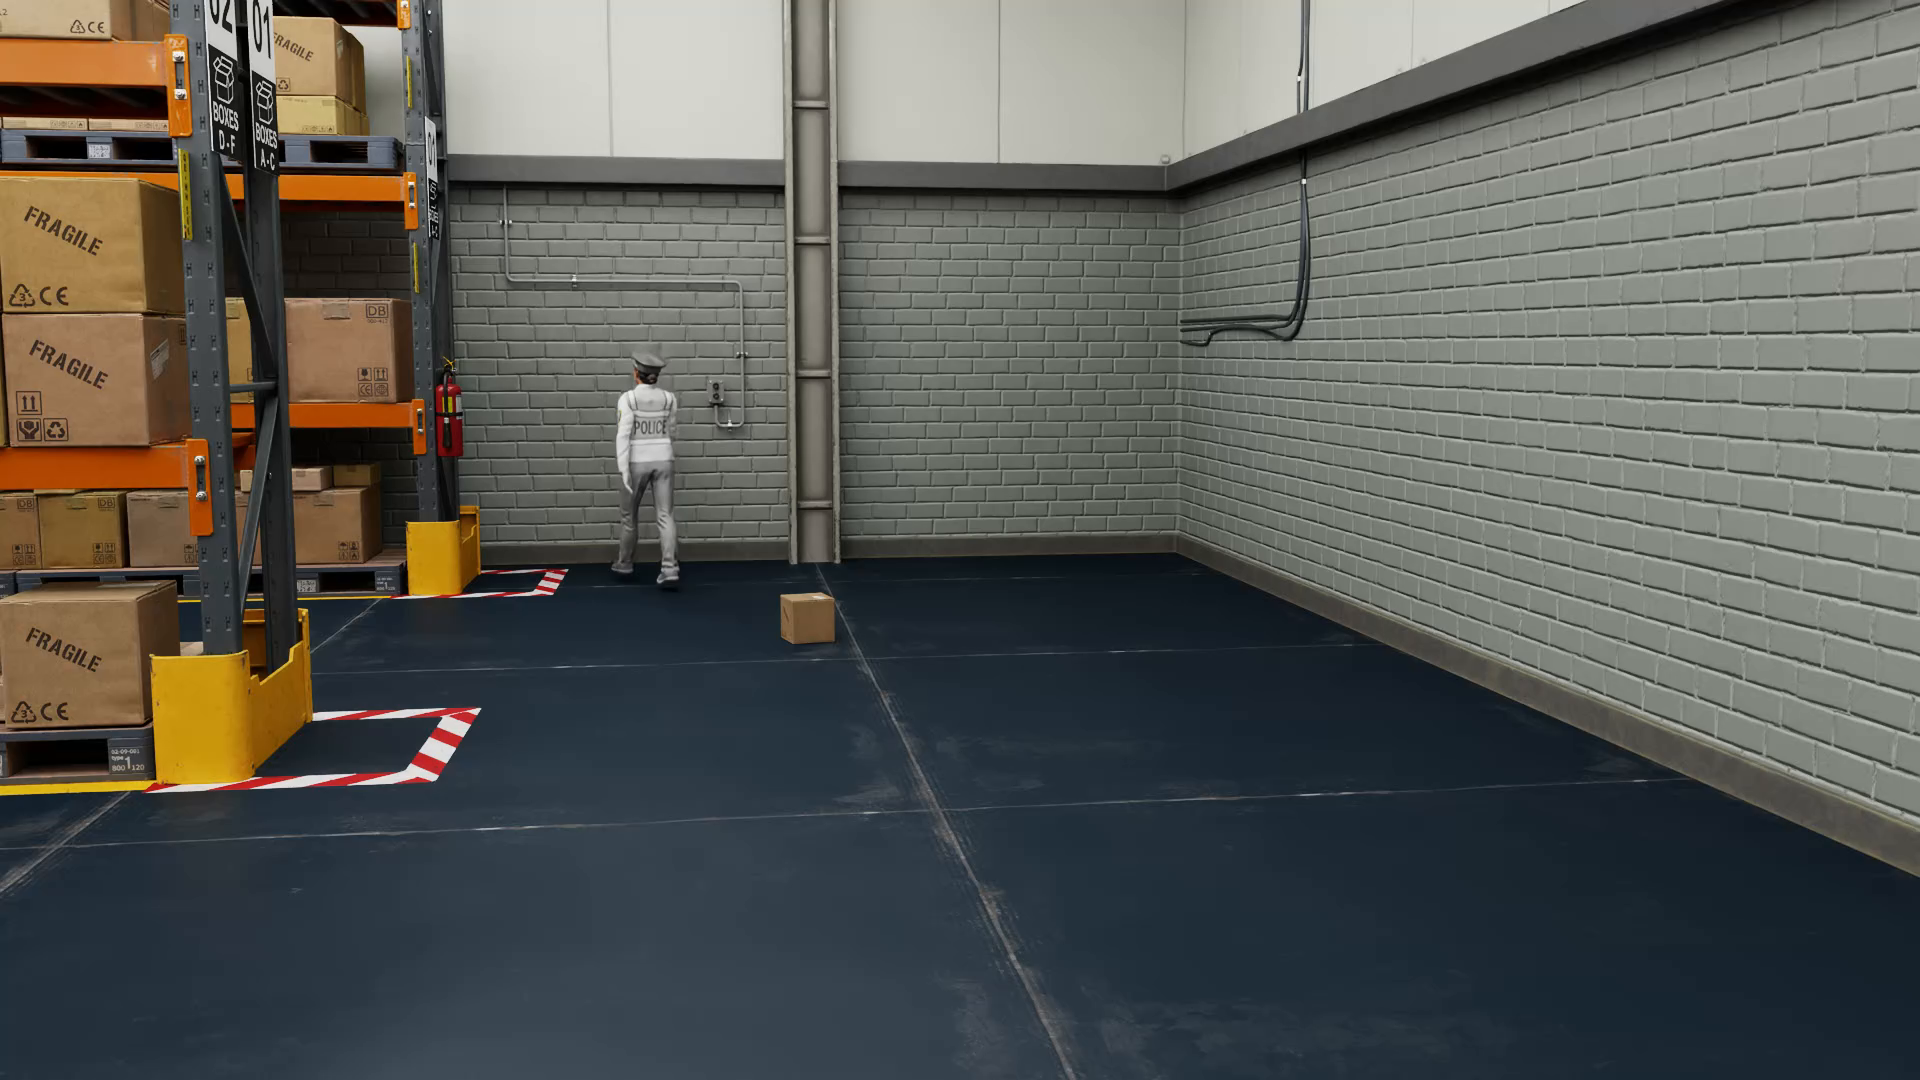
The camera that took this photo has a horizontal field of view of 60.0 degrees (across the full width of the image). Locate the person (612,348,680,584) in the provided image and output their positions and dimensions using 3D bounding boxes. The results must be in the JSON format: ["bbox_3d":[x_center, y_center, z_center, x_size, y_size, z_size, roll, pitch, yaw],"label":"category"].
[{"bbox_3d":[-2.228,-0.536,11.735,0.470,1.627,1.022,-3,7,-24],"label":"person"}]
